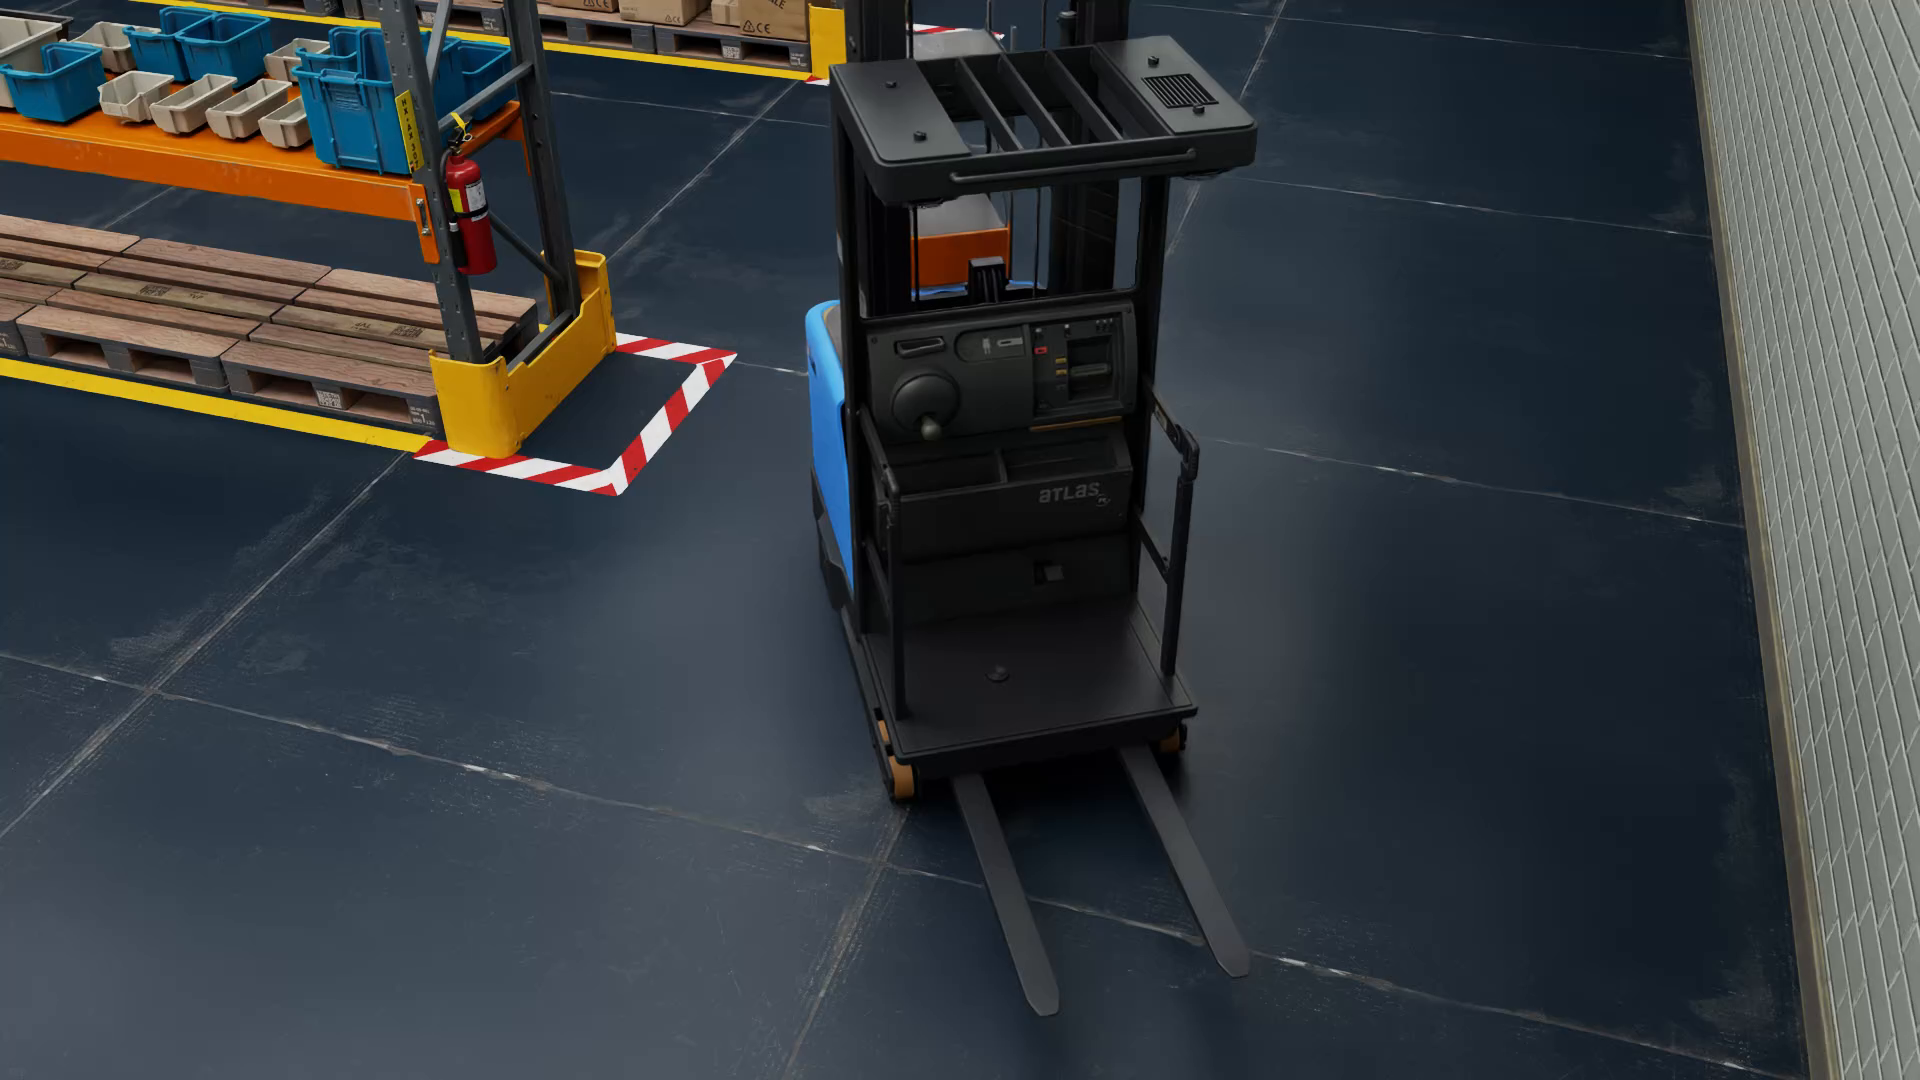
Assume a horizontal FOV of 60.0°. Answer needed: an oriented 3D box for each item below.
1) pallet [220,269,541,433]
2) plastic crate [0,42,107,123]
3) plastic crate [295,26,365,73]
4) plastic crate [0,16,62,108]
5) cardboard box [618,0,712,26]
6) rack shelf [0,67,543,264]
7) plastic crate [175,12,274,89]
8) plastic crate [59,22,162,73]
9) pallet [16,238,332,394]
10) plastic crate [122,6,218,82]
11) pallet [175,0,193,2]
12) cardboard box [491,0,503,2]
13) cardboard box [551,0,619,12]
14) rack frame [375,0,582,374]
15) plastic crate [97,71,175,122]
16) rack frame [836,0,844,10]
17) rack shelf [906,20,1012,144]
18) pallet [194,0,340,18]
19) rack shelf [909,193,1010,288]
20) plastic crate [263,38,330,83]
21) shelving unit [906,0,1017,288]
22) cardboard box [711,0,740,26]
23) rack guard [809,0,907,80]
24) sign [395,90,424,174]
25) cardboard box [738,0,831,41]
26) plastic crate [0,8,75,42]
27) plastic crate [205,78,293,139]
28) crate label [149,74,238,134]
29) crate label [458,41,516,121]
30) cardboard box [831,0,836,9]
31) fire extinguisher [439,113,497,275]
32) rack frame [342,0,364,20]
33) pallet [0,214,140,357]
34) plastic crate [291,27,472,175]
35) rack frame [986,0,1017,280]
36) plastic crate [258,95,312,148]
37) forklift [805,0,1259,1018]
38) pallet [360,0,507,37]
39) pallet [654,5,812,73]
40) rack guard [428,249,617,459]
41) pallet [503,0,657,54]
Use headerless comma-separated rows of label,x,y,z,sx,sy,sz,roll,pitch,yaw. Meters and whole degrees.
pallet,-2.900,-0.978,8.401,1.213,0.211,1.003,10,38,14
plastic crate,-4.161,-2.108,7.675,0.300,0.233,0.416,10,38,14
plastic crate,-2.890,-2.237,7.849,0.300,0.233,0.416,10,38,14
plastic crate,-4.539,-2.243,7.816,0.530,0.282,0.437,10,38,14
cardboard box,-2.134,-3.947,12.031,0.500,0.250,0.500,10,38,14
rack shelf,-4.033,-1.997,8.040,4.000,0.370,1.077,10,38,14
plastic crate,-3.518,-2.353,8.007,0.300,0.233,0.416,10,38,14
plastic crate,-4.190,-2.421,8.181,0.466,0.136,0.293,10,38,14
pallet,-4.060,-1.195,8.696,1.213,0.211,1.003,10,38,14
plastic crate,-3.805,-2.406,8.079,0.300,0.233,0.416,10,38,14
pallet,-6.417,-4.656,13.399,1.213,0.211,1.003,10,38,14
cardboard box,-3.297,-4.135,12.357,0.250,0.166,0.380,10,38,14
cardboard box,-2.667,-4.285,12.277,0.637,0.503,0.797,10,38,14
rack frame,-2.124,-1.934,7.347,0.127,3.000,1.000,10,38,14
plastic crate,-3.790,-2.030,7.649,0.250,0.136,0.298,10,38,14
rack frame,-0.643,-4.736,11.154,0.127,3.000,1.000,10,38,14
rack shelf,-0.074,-1.753,6.702,0.480,0.518,0.431,-8,37,-11
pallet,-5.249,-4.442,13.107,1.213,0.211,1.003,10,38,14
rack shelf,-0.074,-1.189,7.117,0.480,0.518,0.431,-8,37,-11
plastic crate,-3.190,-2.305,8.023,0.298,0.136,0.250,10,38,14
shelving unit,-0.074,-1.200,7.109,0.503,2.100,0.431,-8,37,-11
cardboard box,-1.596,-3.851,11.971,0.250,0.166,0.380,10,38,14
rack guard,-0.716,-3.742,11.913,0.348,0.500,1.175,10,38,14
sign,-2.273,-1.685,6.872,0.005,0.325,0.100,10,38,14
cardboard box,-1.236,-3.863,11.705,0.500,0.500,0.500,10,38,14
plastic crate,-4.794,-2.508,8.309,0.590,0.125,0.437,10,38,14
plastic crate,-3.229,-1.953,7.544,0.243,0.136,0.396,10,38,14
crate label,-3.502,-1.988,7.593,0.243,0.136,0.396,10,38,14
crate label,-2.261,-2.120,7.691,0.303,0.233,0.416,10,38,14
cardboard box,-0.941,-4.033,12.233,0.250,0.149,0.380,10,38,14
fire extinguisher,-2.116,-1.469,7.095,0.183,0.674,0.296,10,38,14
rack frame,-4.461,-5.443,12.114,0.127,3.000,1.000,10,38,14
pallet,-5.229,-1.410,8.987,1.213,0.211,1.003,10,38,14
plastic crate,-2.499,-1.926,7.255,0.499,0.435,0.616,10,38,14
rack frame,0.163,-1.234,7.155,0.015,2.100,0.400,-8,37,-11
plastic crate,-2.956,-1.893,7.464,0.243,0.136,0.396,10,38,14
forklift,0.204,-0.500,5.457,1.130,2.935,3.031,-8,37,-11
pallet,-3.806,-4.198,12.775,1.213,0.211,1.003,10,38,14
pallet,-1.477,-3.766,12.189,1.213,0.211,1.003,10,38,14
rack guard,-2.097,-0.930,8.092,0.348,0.500,1.175,10,38,14
pallet,-2.638,-3.983,12.484,1.213,0.211,1.003,10,38,14
